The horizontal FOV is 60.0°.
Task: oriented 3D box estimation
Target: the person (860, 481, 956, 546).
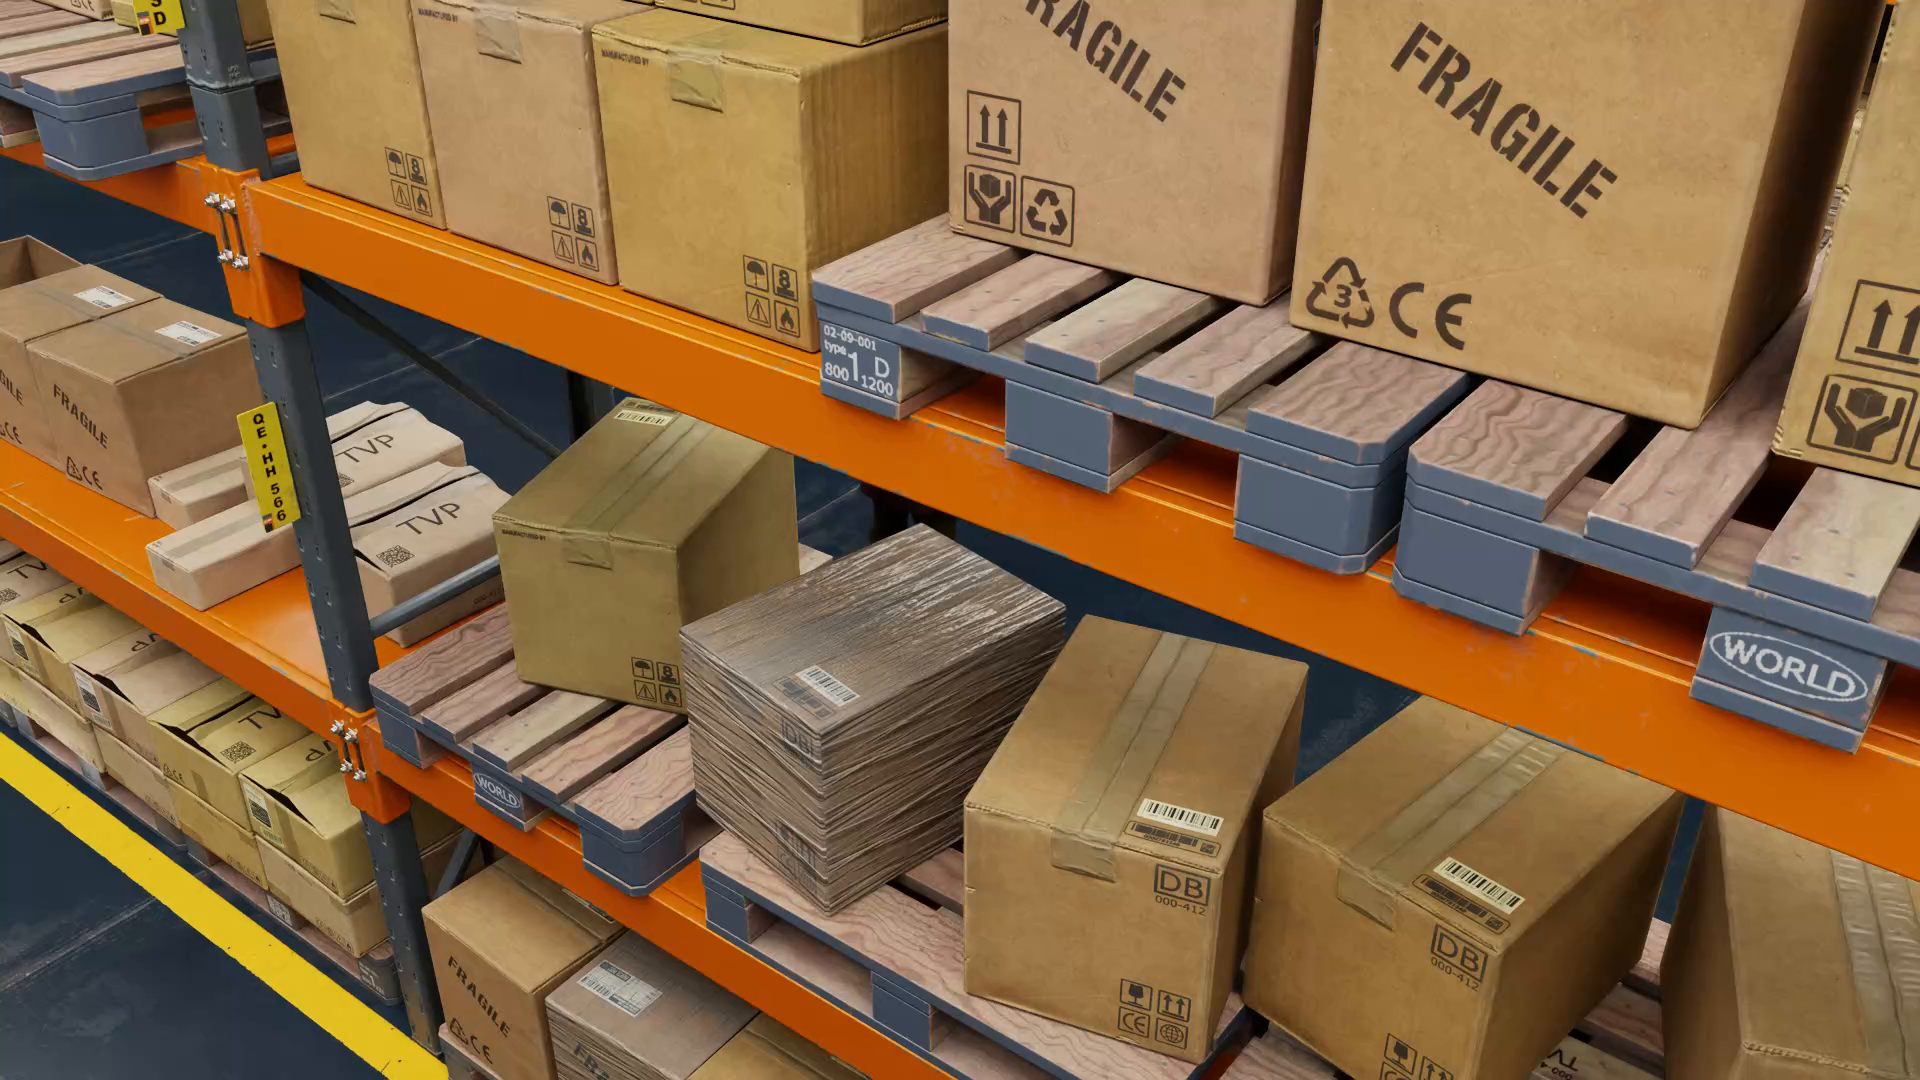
[{"bbox_3d":[-0.157,-0.432,6.880,0.533,1.774,0.554,21,36,31],"label":"person"}]
